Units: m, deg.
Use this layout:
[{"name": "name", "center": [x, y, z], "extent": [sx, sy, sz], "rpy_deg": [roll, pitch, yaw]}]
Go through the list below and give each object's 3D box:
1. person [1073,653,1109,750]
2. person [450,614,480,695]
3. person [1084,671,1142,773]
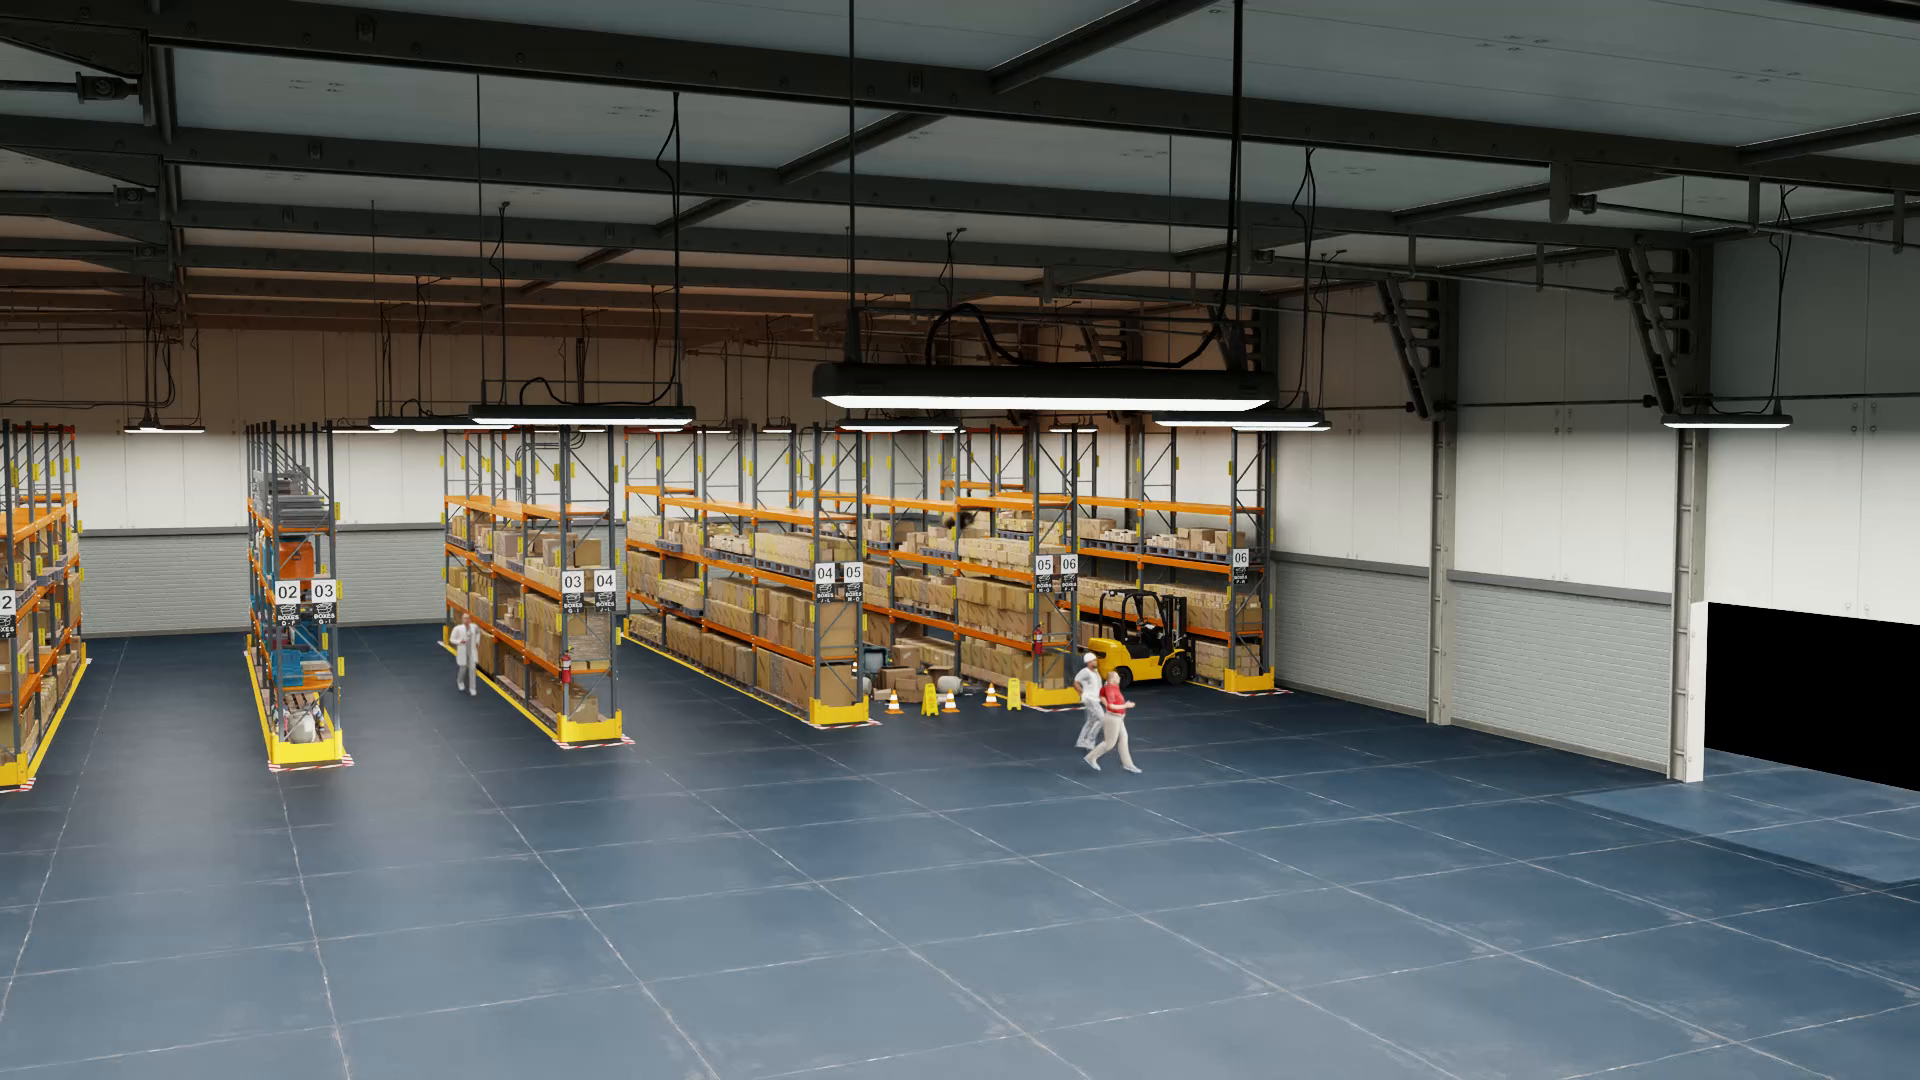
[{"name": "person", "center": [2.433, 2.954, 30.168], "extent": [0.674, 1.806, 0.659], "rpy_deg": [1, 4, 17]}, {"name": "person", "center": [-10.885, 2.505, 36.726], "extent": [0.714, 1.763, 1.029], "rpy_deg": [-2, 4, -31]}, {"name": "person", "center": [2.591, 3.082, 28.128], "extent": [0.966, 1.740, 0.659], "rpy_deg": [1, 4, 10]}]
